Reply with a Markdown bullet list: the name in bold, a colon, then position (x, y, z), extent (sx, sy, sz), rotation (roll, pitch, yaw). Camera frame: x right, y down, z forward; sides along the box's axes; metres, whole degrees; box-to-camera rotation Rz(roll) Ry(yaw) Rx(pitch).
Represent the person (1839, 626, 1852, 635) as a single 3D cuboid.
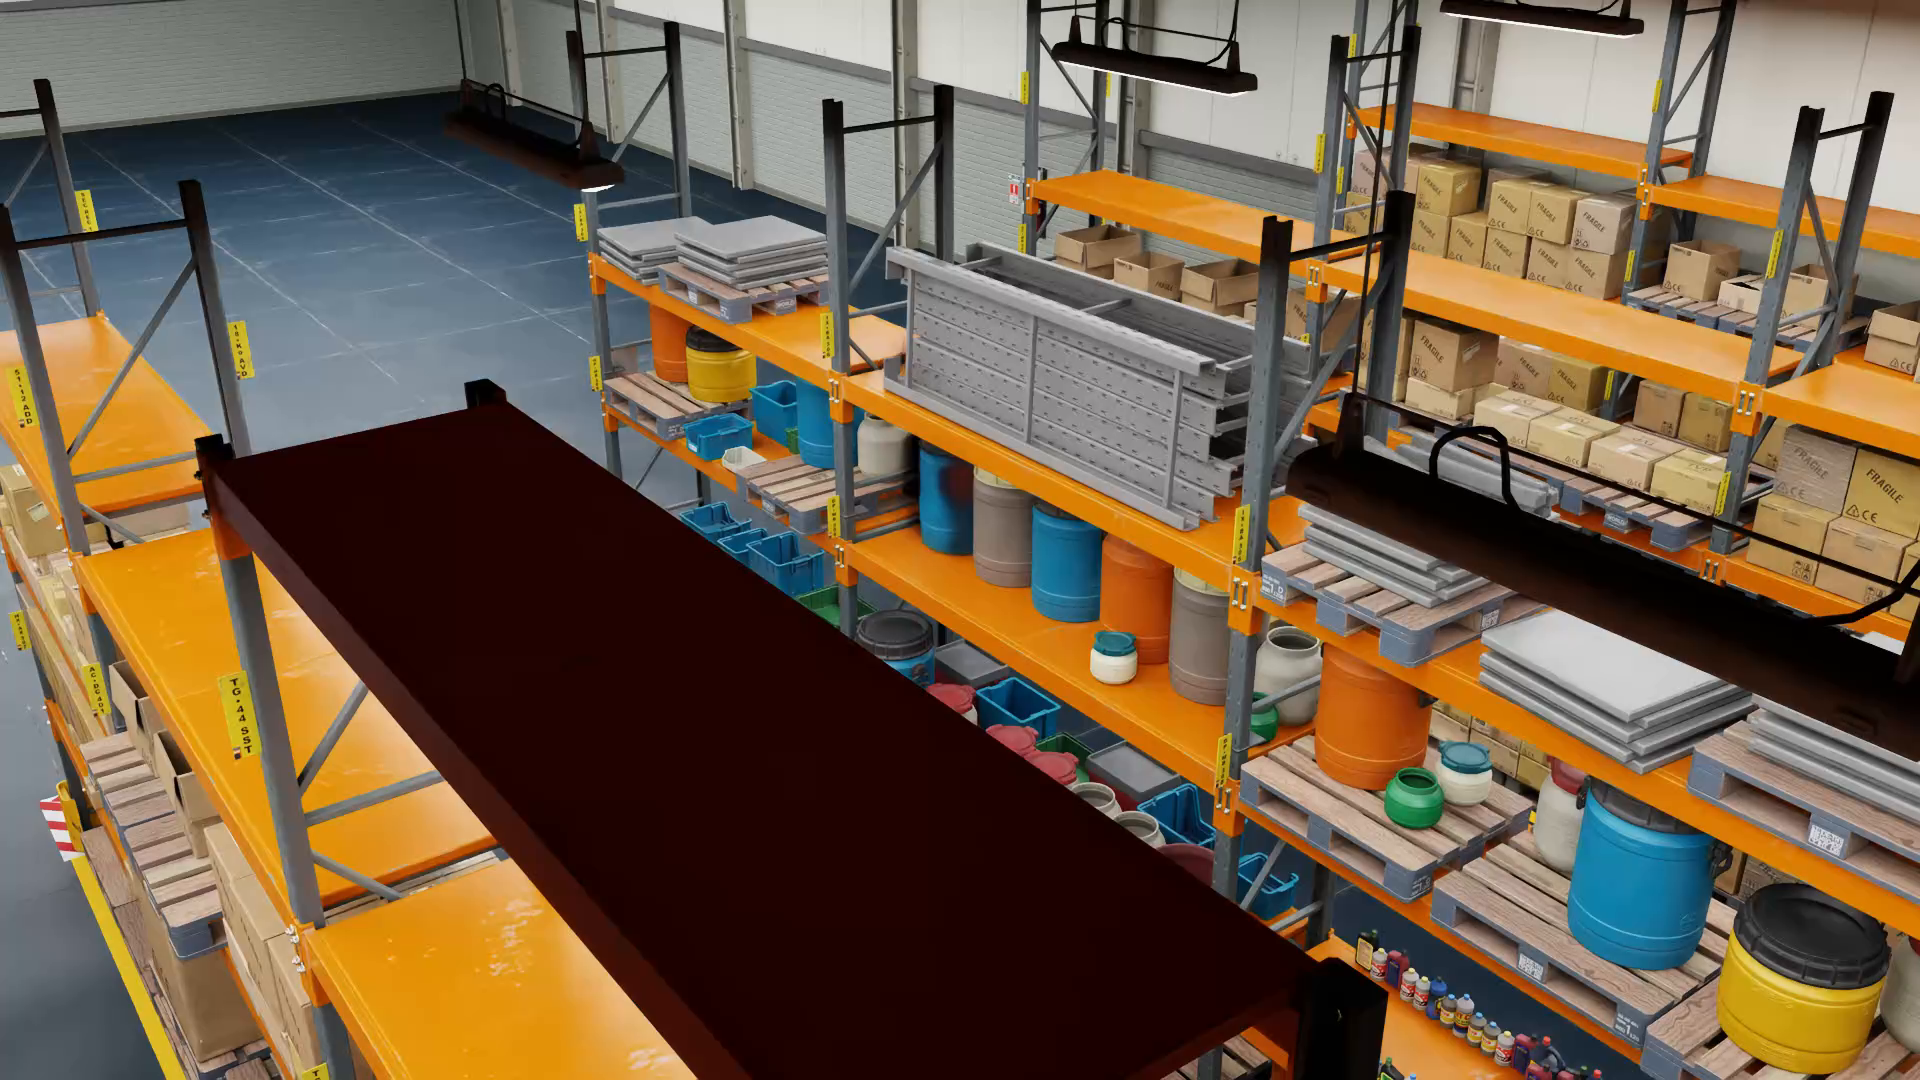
- **person**: position (8.222, 0.910, 14.914), extent (1.021, 1.741, 0.484), rotation (22, 33, 40)
